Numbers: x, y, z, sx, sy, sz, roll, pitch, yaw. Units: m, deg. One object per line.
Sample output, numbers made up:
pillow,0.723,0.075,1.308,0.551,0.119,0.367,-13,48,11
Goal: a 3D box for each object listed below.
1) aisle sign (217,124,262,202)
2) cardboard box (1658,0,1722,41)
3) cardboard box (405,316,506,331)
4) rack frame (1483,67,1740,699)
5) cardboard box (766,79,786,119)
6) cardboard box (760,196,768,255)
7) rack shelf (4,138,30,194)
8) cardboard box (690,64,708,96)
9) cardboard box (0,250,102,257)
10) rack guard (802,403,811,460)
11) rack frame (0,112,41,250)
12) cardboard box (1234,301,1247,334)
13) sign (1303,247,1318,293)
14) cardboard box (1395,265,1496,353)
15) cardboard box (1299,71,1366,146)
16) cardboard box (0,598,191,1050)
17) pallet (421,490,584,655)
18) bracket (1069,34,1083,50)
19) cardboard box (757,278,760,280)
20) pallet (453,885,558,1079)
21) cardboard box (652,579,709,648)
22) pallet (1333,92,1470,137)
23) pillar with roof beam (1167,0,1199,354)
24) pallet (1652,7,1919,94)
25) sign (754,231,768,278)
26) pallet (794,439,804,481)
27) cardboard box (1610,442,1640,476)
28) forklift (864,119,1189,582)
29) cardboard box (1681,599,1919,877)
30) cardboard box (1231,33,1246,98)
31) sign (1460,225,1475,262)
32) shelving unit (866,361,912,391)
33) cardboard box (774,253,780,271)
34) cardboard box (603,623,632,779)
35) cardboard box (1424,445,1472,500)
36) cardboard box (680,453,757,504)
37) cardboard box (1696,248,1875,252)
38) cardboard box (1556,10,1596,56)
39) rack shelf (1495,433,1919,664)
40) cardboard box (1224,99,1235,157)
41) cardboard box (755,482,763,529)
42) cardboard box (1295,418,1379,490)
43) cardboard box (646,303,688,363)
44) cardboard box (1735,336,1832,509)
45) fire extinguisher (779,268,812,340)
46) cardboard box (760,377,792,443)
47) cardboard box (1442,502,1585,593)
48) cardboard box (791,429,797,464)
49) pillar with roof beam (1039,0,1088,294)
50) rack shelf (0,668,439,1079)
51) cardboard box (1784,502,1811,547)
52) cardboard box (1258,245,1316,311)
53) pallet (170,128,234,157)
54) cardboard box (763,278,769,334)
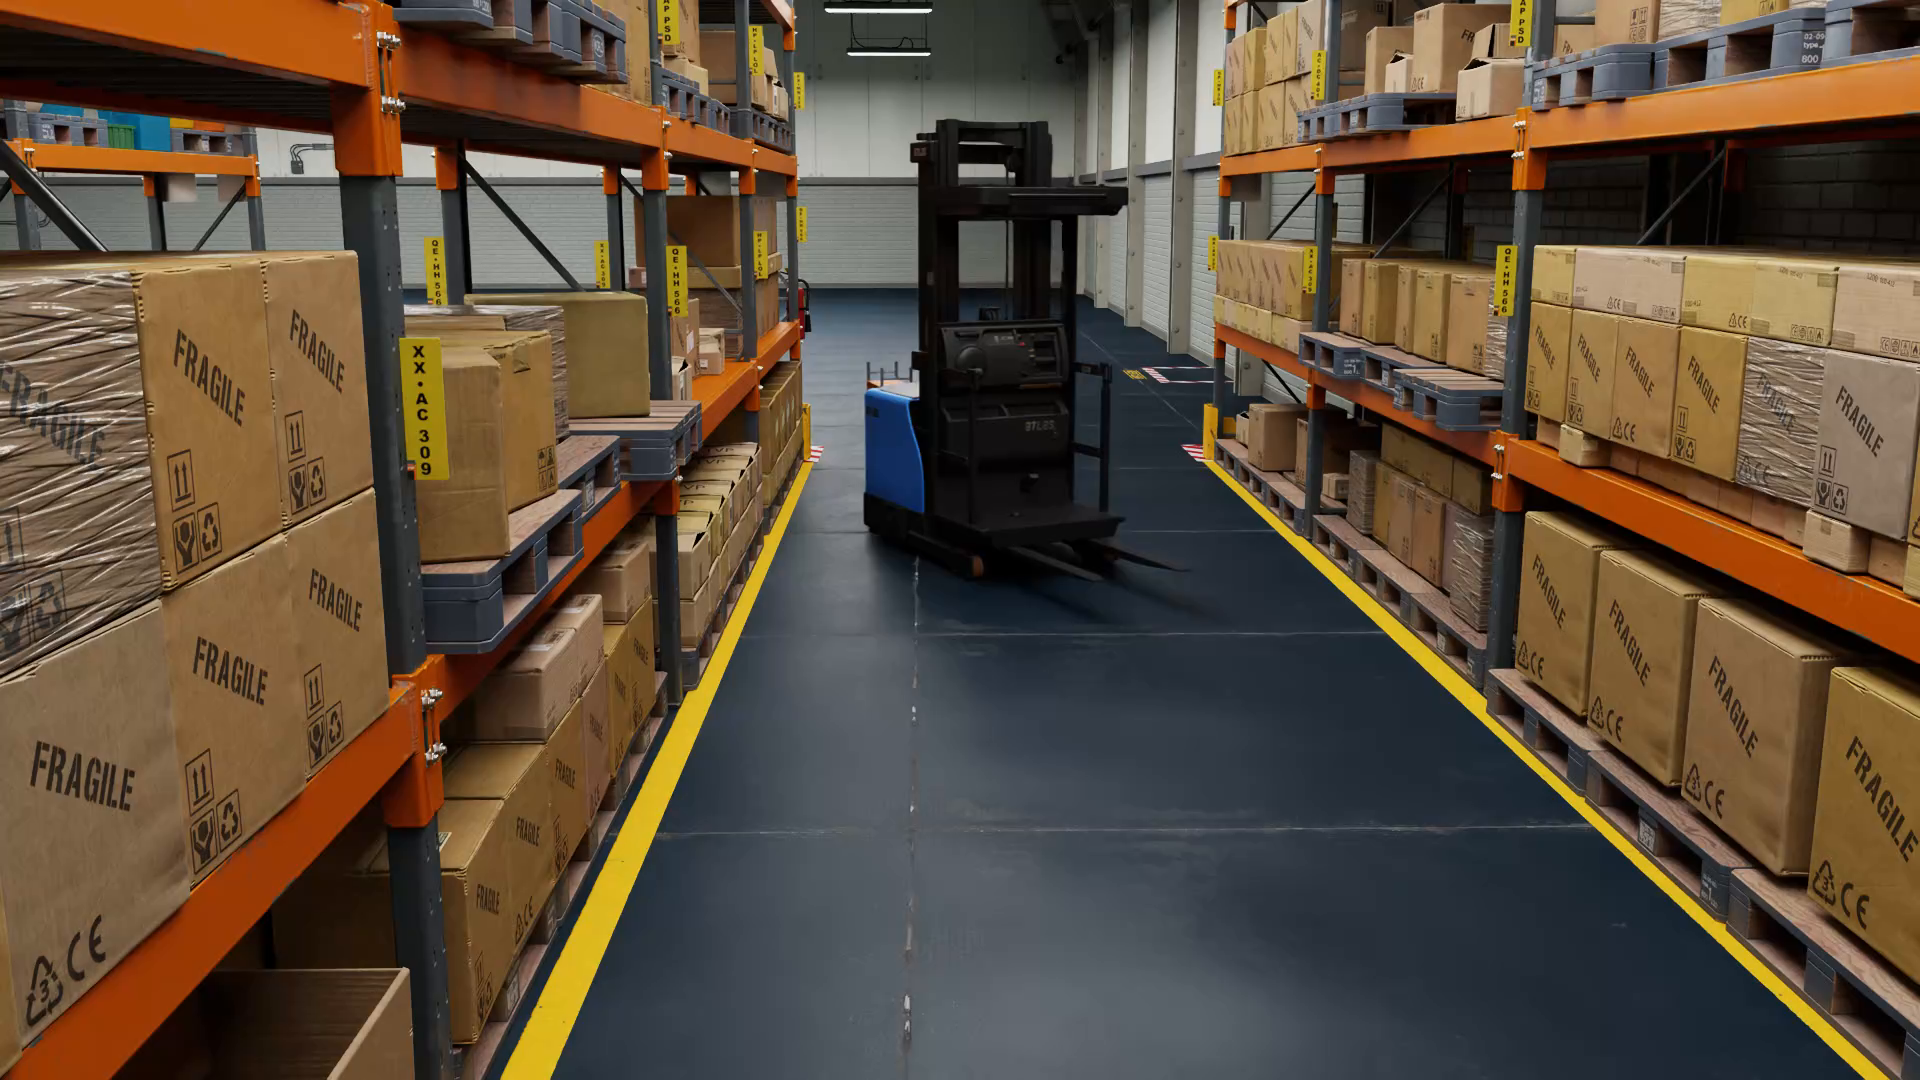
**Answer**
aisle sign,-6.679,-3.526,15.359,0.394,0.787,0.004,0,11,-1
cardboard box,3.227,-2.221,6.559,0.700,0.500,0.500,-1,12,-4
cardboard box,-1.872,-0.477,5.557,0.700,0.500,0.500,-3,12,-16
rack frame,3.096,-0.687,7.903,1.000,3.000,0.127,0,11,-1
cardboard box,-1.723,-3.619,13.624,0.500,0.311,0.500,1,12,6
cardboard box,-1.997,-2.633,13.980,0.700,0.500,0.500,0,11,-1
rack shelf,-6.851,-2.162,9.435,1.077,0.370,4.000,0,11,-1
cardboard box,-1.936,-2.941,10.789,0.500,0.250,0.500,1,12,5
cardboard box,-2.046,-0.315,3.303,0.500,0.500,0.500,0,11,0
rack guard,-2.023,-1.036,15.909,1.175,0.500,0.348,0,11,-1
rack frame,-6.892,-1.442,11.621,1.000,3.000,0.127,0,11,-1
cardboard box,2.653,-1.911,14.262,0.500,0.250,0.500,0,11,-2
sign,2.471,-1.903,11.717,0.100,0.325,0.005,0,11,-1
cardboard box,3.039,-1.404,10.077,0.700,0.500,0.500,1,12,7
cardboard box,2.755,-3.111,12.004,0.500,0.500,0.500,0,11,0
cardboard box,-1.482,0.383,2.376,0.500,0.500,0.500,0,11,0
pallet,-1.682,0.064,4.684,1.003,0.211,1.213,0,11,-1
bracket,2.897,-12.213,40.575,0.076,0.066,4.783,0,11,-1
cardboard box,-1.782,-2.139,13.173,0.380,0.149,0.250,-1,11,-3
pallet,-1.829,1.334,4.953,1.003,0.211,1.213,0,11,-1
cardboard box,-1.574,0.370,8.549,0.500,0.250,0.500,0,11,-1
pallet,2.944,-2.531,9.919,1.213,0.211,1.003,0,11,-1
pillar with roof beam,-0.742,-7.450,26.147,9.100,9.000,0.400,0,11,-1
pallet,3.188,-1.715,5.898,1.003,0.211,1.213,0,11,1
sign,-1.397,-1.994,11.631,0.100,0.325,0.005,0,11,-1
pallet,-1.964,-0.738,15.166,1.003,0.211,1.213,0,11,-1
cardboard box,2.917,-0.355,6.845,0.380,0.149,0.250,0,11,-2
forklift,0.405,-1.277,10.983,1.130,2.935,3.031,-6,13,-26
cardboard box,3.014,0.650,5.660,0.750,0.750,0.750,0,11,1
cardboard box,2.655,-4.119,14.457,0.500,0.500,0.500,0,11,-2
sign,3.568,-2.053,11.722,0.100,0.325,0.005,0,11,-1
shelving unit,-0.534,-0.736,12.668,0.258,1.200,0.503,-3,12,-15
cardboard box,-1.817,-2.496,14.936,0.380,0.149,0.250,0,11,0
cardboard box,-1.592,0.631,6.585,0.500,0.500,0.500,-1,11,-3
cardboard box,3.064,-0.404,9.801,0.500,0.250,0.500,0,11,-1
cardboard box,-1.627,-0.412,10.993,0.500,0.311,0.500,0,11,0
cardboard box,3.372,-1.067,6.840,0.500,0.250,0.500,-1,11,-3
cardboard box,3.311,-2.360,8.303,0.500,0.500,0.500,0,11,-1
rack shelf,3.137,0.063,6.014,1.077,0.370,4.000,0,11,-1
cardboard box,2.687,-3.739,15.098,0.500,0.500,0.500,0,11,0
cardboard box,-1.641,-0.238,11.549,0.500,0.250,0.500,0,11,-2
cardboard box,2.952,-0.679,13.043,0.500,0.500,0.500,-1,12,-5
cardboard box,-1.919,-1.153,9.948,0.500,0.500,0.500,0,11,-1
cardboard box,2.895,-0.389,5.381,0.500,0.500,0.500,0,11,-1
fire extinguisher,-1.560,-2.244,15.770,0.296,0.674,0.183,0,11,-1
cardboard box,-1.669,-1.079,13.805,0.500,0.500,0.500,0,11,-1
cardboard box,3.134,0.076,9.319,0.700,0.500,0.500,0,11,-1
cardboard box,-1.681,-0.811,14.370,0.500,0.250,0.500,0,11,-1
pillar with roof beam,-1.114,-11.028,43.784,9.100,9.000,0.548,0,11,-1
rack shelf,-1.733,0.879,1.991,1.077,0.370,4.000,0,11,-1
cardboard box,2.896,-0.048,5.332,0.380,0.149,0.250,0,11,-1
cardboard box,2.678,-2.078,13.200,0.500,0.500,0.500,-1,11,-3
pallet,-7.055,-3.450,14.449,1.003,0.211,1.213,0,11,-1
cardboard box,-2.005,-2.010,14.169,0.700,0.500,0.500,0,11,-1
